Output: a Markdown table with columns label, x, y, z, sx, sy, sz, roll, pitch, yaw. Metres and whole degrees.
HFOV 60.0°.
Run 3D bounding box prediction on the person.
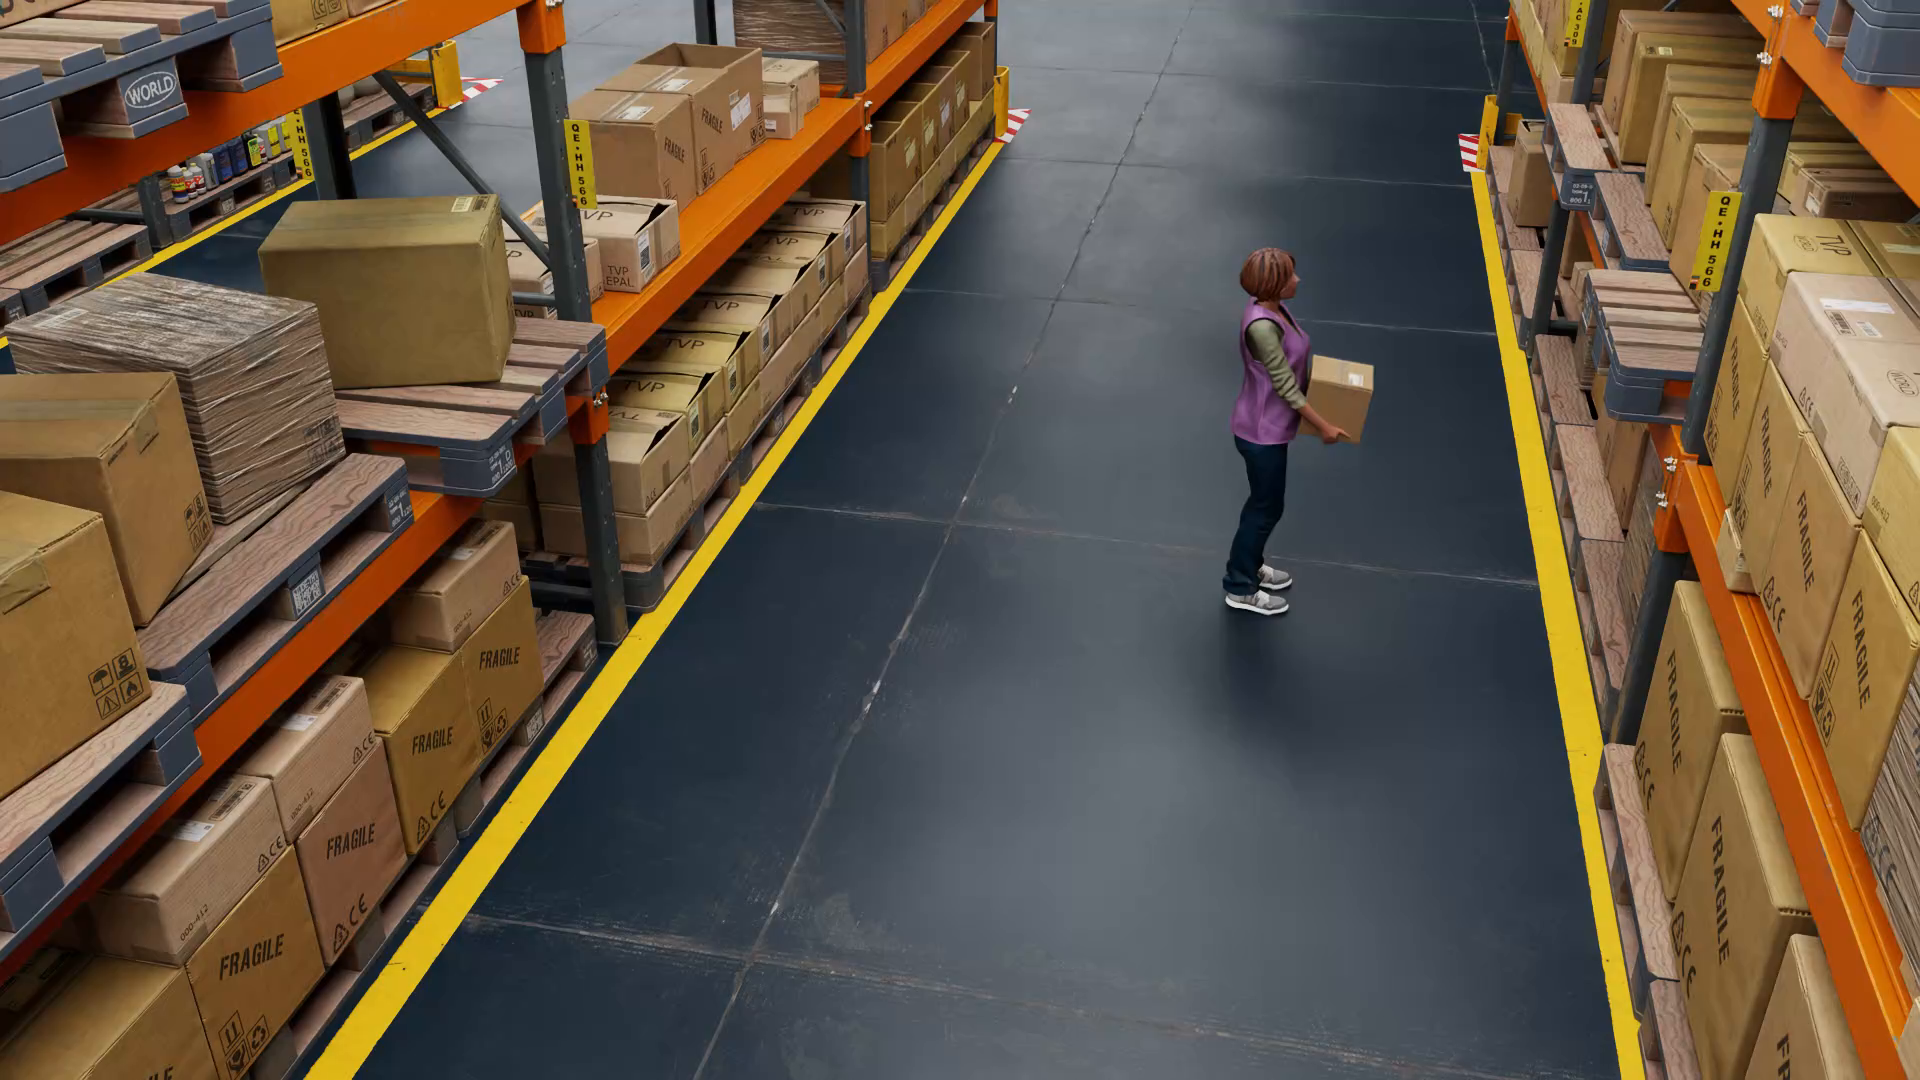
| label | x | y | z | sx | sy | sz | roll | pitch | yaw |
| --- | --- | --- | --- | --- | --- | --- | --- | --- | --- |
| person | 1.366 | -0.445 | 6.939 | 0.500 | 1.589 | 0.405 | 6 | 30 | 11 |
